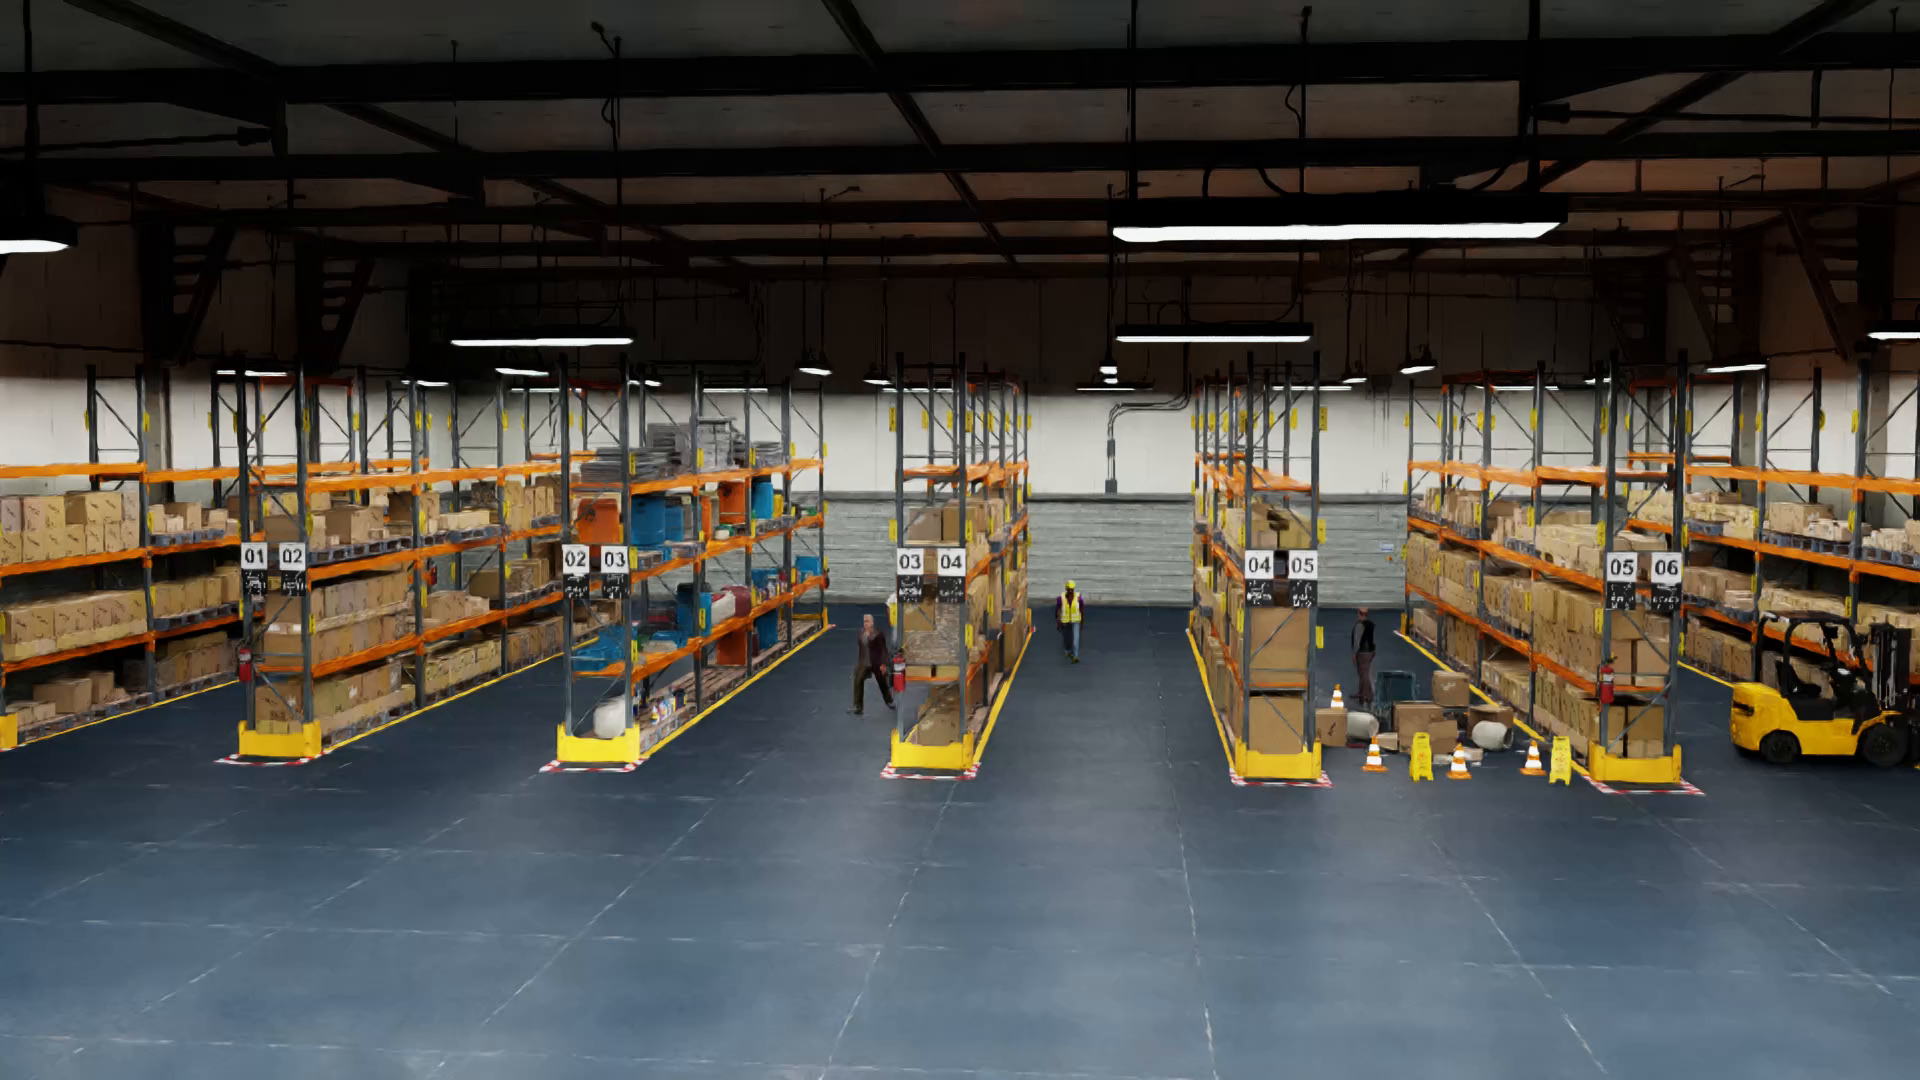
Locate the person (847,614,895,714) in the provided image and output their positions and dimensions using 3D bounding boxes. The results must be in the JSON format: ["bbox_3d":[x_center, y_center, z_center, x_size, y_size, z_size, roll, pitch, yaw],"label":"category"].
[{"bbox_3d":[-1.509,2.114,28.591,0.634,1.722,1.045,2,4,25],"label":"person"}]

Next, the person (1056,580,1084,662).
[{"bbox_3d":[2.290,1.678,34.757,0.577,1.691,1.121,1,4,8],"label":"person"}]

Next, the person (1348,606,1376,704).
[{"bbox_3d":[7.154,2.022,29.632,0.576,1.718,0.626,3,5,36],"label":"person"}]

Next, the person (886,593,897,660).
[{"bbox_3d":[-1.198,1.692,34.654,0.719,1.714,0.578,0,4,3],"label":"person"}]
